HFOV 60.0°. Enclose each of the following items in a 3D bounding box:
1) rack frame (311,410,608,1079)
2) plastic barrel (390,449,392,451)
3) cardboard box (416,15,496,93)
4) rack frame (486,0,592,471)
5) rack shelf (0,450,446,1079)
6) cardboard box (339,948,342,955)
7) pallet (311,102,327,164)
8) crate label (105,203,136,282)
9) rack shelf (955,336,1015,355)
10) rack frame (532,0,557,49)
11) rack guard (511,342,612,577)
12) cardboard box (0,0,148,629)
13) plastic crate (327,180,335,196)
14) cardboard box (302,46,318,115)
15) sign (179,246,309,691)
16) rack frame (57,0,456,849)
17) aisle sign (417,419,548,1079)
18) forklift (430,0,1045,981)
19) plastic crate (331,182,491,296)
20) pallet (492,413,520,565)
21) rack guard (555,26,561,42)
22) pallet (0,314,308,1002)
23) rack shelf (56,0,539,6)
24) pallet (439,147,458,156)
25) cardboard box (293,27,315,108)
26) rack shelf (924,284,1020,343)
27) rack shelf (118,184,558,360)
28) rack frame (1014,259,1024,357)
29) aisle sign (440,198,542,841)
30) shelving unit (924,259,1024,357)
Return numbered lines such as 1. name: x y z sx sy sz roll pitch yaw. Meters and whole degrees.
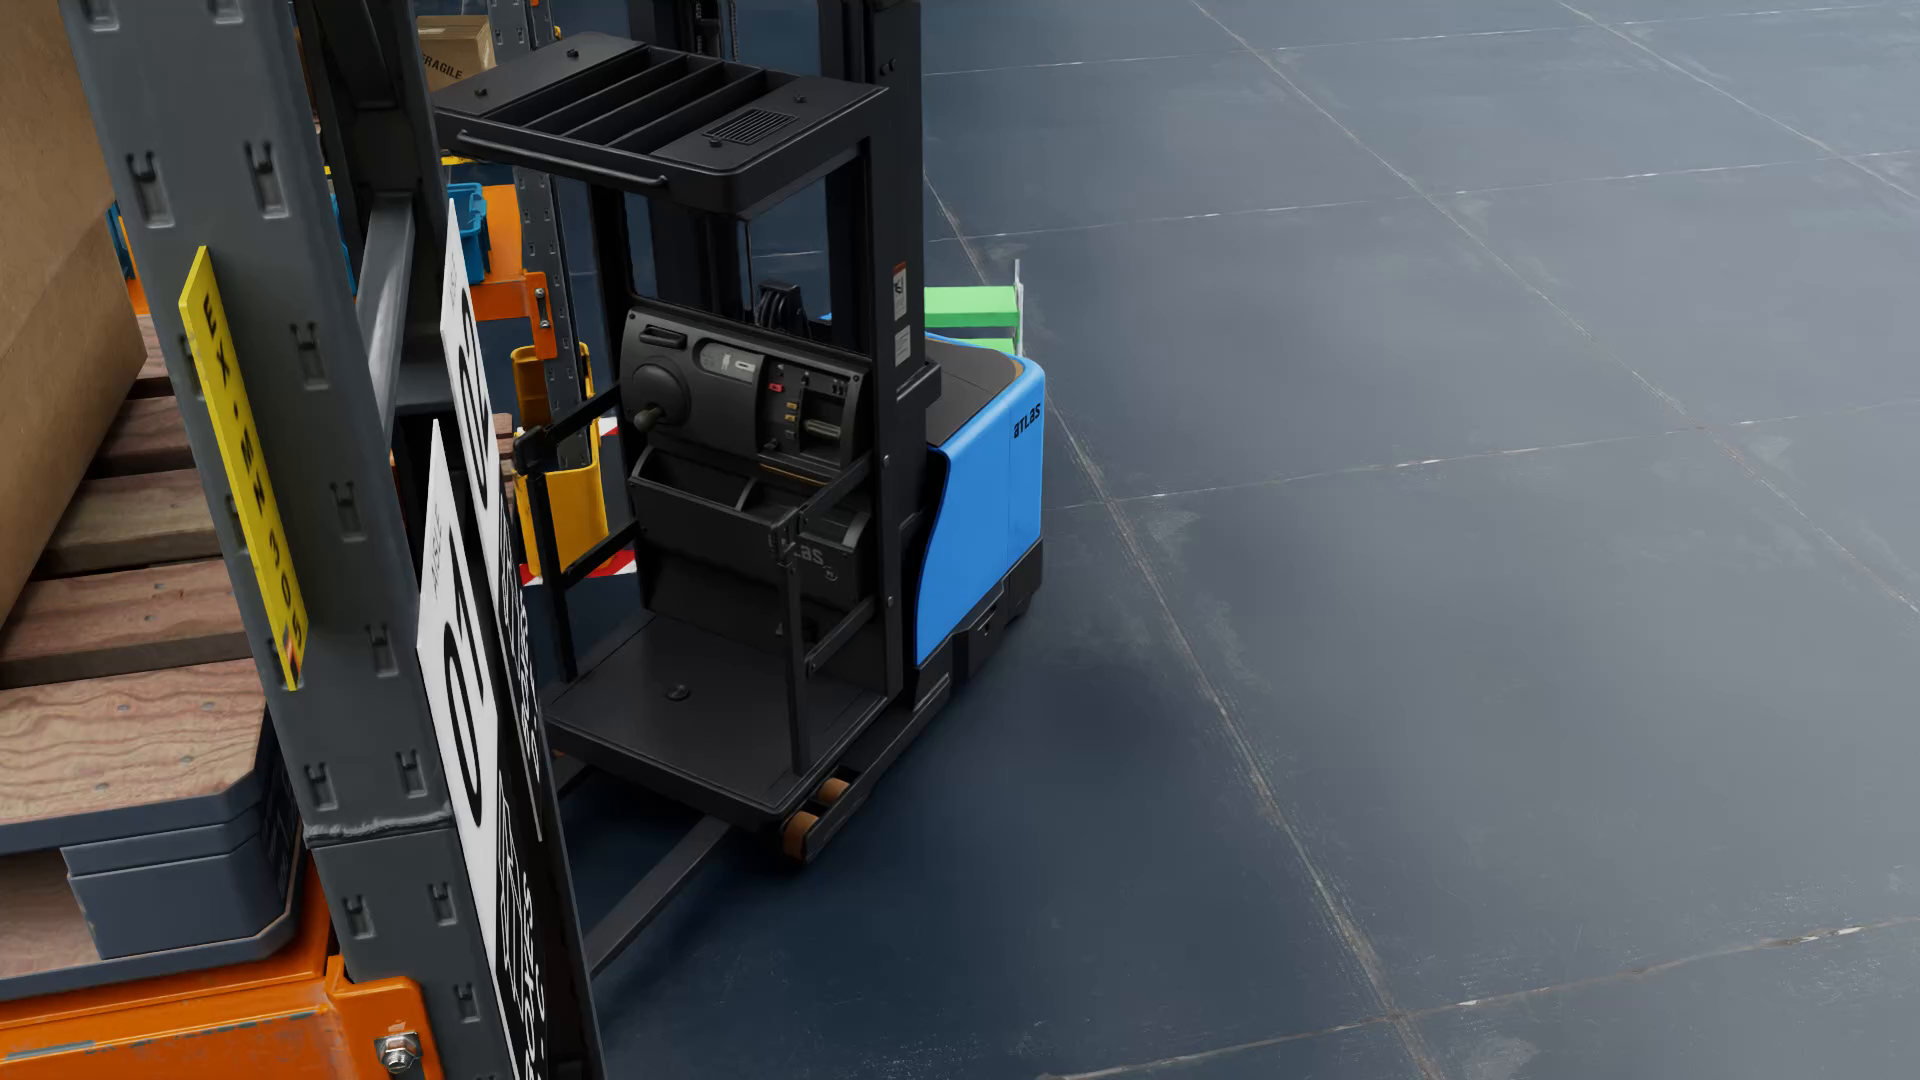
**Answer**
1. rack frame: -0.622 1.238 2.713 0.127 3.000 1.000 -7 35 -11
2. plastic barrel: -2.337 -0.473 7.119 0.421 0.512 0.421 0 34 0
3. cardboard box: -3.417 -3.215 11.216 0.500 0.500 0.500 -1 34 -2
4. rack frame: -1.712 -1.455 6.726 0.127 3.000 1.000 -7 35 -11
5. rack shelf: -2.573 0.537 1.711 4.000 0.370 1.077 -7 35 -11
6. cardboard box: -1.132 0.715 2.239 0.500 0.500 0.700 -7 35 -10
7. pallet: -4.866 -2.751 11.159 1.213 0.211 1.003 -7 35 -11
8. crate label: -3.447 -1.096 6.160 0.616 0.435 0.502 -7 35 -11
9. rack shelf: -0.003 -0.725 6.938 0.480 0.148 0.258 -1 34 -2
10. rack frame: -2.804 -4.146 10.737 0.127 3.000 1.000 -7 35 -11
11. rack guard: -1.775 -0.382 7.370 0.348 0.500 1.175 -7 35 -11
12. cardboard box: -1.184 -0.215 1.591 0.637 0.503 0.797 -5 34 -7
13. plastic crate: -2.655 -1.410 6.896 0.250 0.136 0.298 -7 35 -11
14. cardboard box: -3.992 -3.123 11.079 0.500 0.500 0.500 1 34 2
15. sign: -0.516 -0.046 1.211 0.005 0.325 0.100 -7 35 -11
16. rack frame: -0.622 -1.253 1.042 0.127 3.000 1.000 -7 35 -11
17. aisle sign: -0.494 0.310 1.763 0.004 0.787 0.394 -7 35 -11
18. forklift: -0.821 -0.421 5.248 1.130 2.935 3.031 17 38 24
19. plastic crate: -2.134 -1.169 6.433 0.616 0.251 0.499 -7 35 -11
20. pallet: -2.569 -0.165 7.306 1.213 0.211 1.003 -7 35 -11
21. rack guard: -2.878 -3.099 11.420 0.348 0.500 1.175 -7 35 -11
22. pallet: -1.318 0.102 1.793 1.213 0.211 1.003 -7 35 -11
23. rack shelf: -4.755 -3.602 10.571 4.000 0.370 1.077 -7 35 -11
24. pallet: -3.679 -2.899 11.380 1.213 0.211 1.003 -7 35 -11
25. cardboard box: -4.607 -3.056 10.979 0.500 0.500 0.500 -4 34 -6
26. rack shelf: -0.003 -0.925 6.804 0.480 0.148 0.258 -1 34 -2
27. rack shelf: -3.662 -0.910 6.560 4.000 0.370 1.077 -7 35 -11
28. rack frame: 0.241 -0.585 7.045 0.015 1.200 0.240 -1 34 -2
29. aisle sign: -0.626 -0.016 2.249 0.004 0.787 0.394 -7 35 -11
30. shelving unit: -0.003 -0.579 7.036 0.503 1.200 0.258 -1 34 -2
